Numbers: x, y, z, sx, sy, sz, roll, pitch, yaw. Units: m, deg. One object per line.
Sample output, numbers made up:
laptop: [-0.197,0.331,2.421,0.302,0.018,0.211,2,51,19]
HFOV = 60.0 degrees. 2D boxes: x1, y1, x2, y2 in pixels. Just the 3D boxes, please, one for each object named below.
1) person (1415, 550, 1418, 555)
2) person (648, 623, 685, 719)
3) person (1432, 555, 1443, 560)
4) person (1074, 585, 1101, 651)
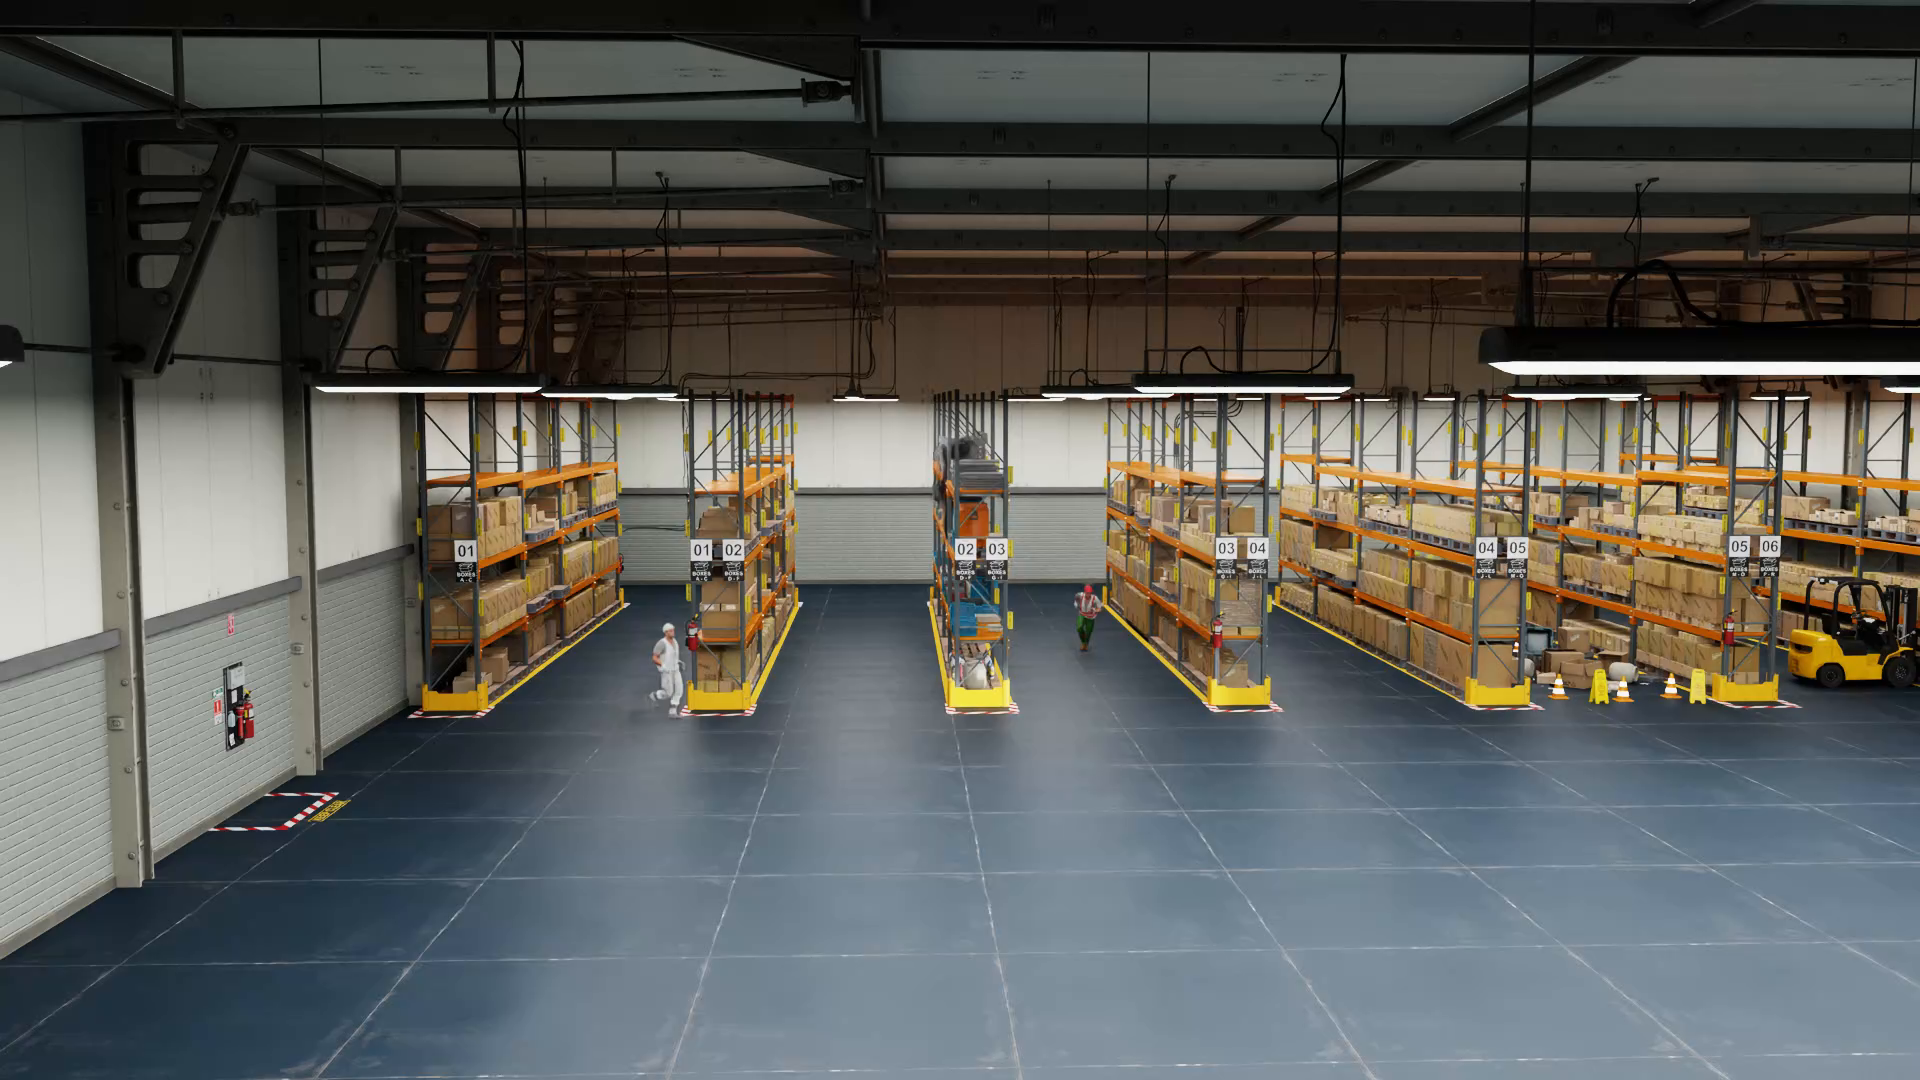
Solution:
person: [12.503,1.157,45.429,0.714,1.734,0.983,-3,5,-30]
person: [-5.370,2.385,30.391,0.749,1.742,0.665,3,6,35]
person: [14.148,0.900,49.124,0.776,1.673,0.498,0,5,-4]
person: [2.944,1.783,38.424,0.674,1.545,1.105,1,5,9]
